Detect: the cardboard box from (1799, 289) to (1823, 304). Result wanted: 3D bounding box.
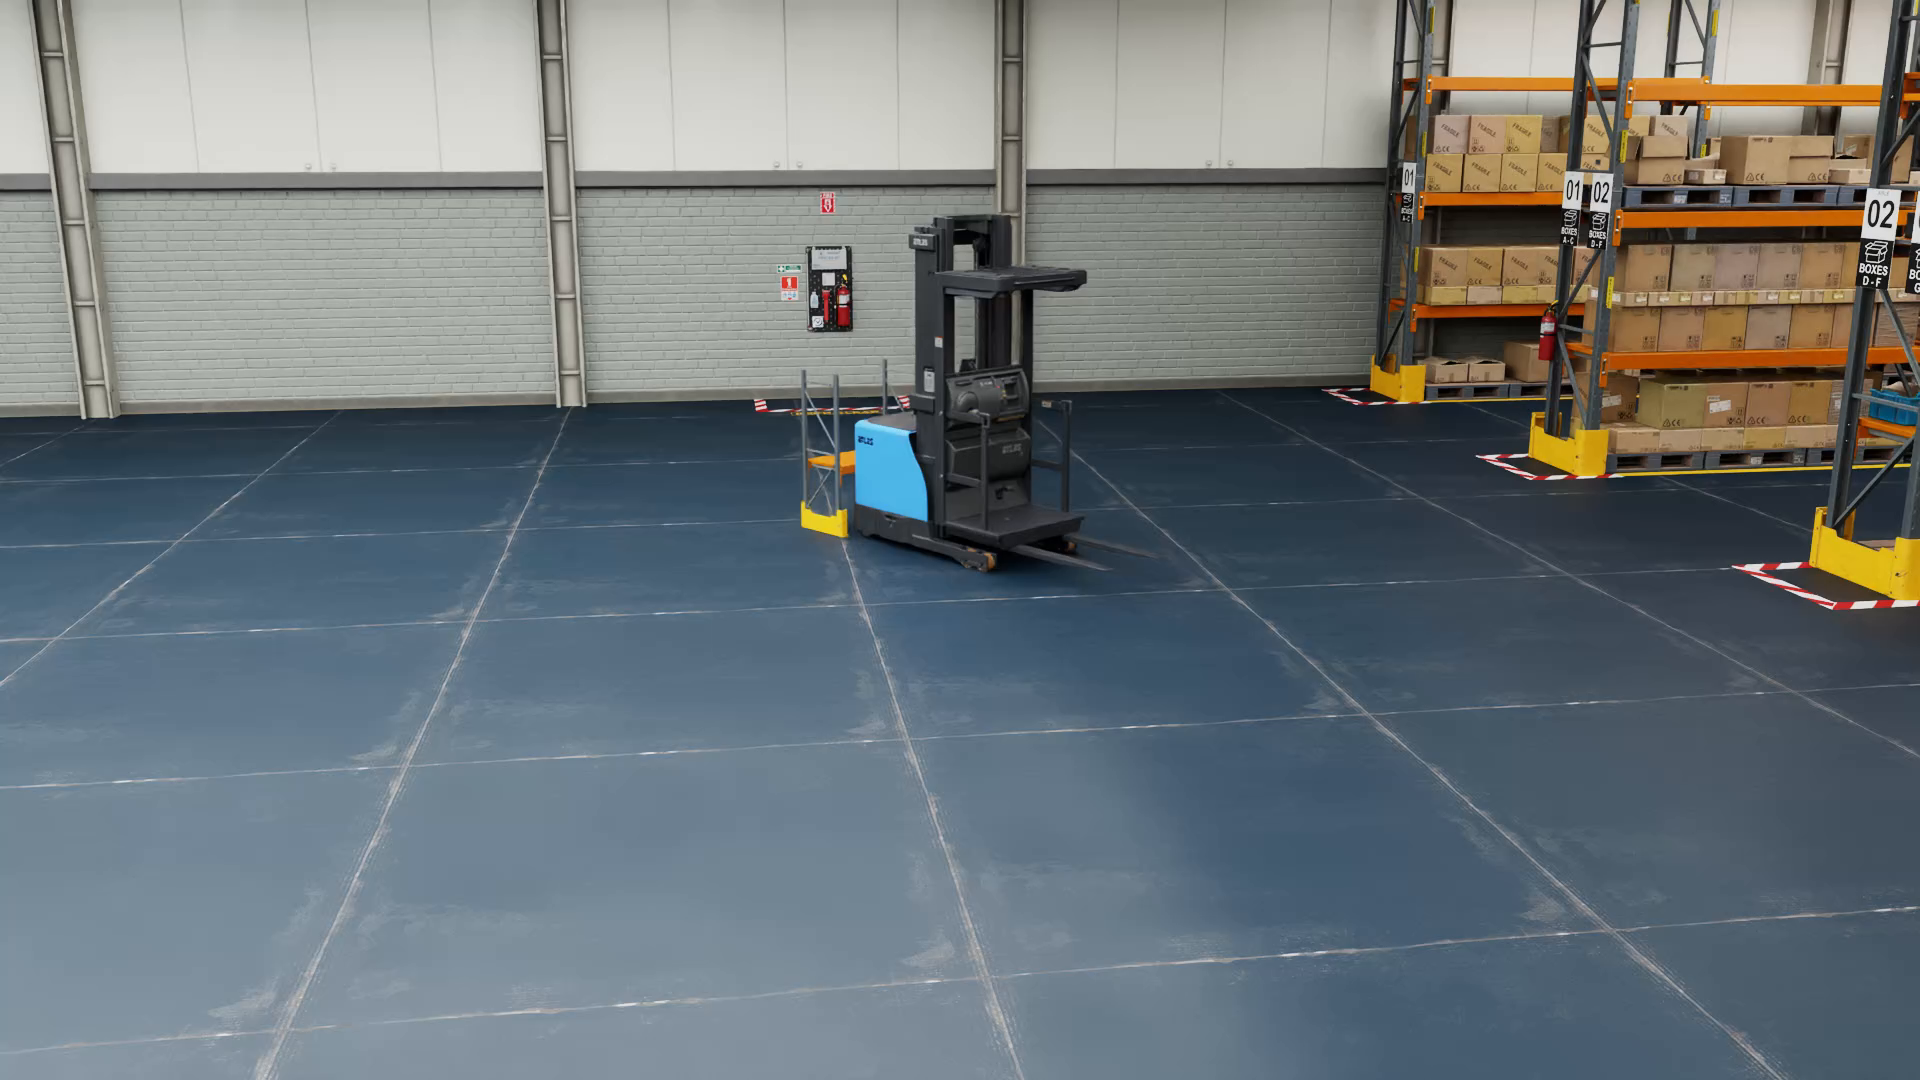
[{"bbox_3d":[9.255,-2.693,18.282,0.250,0.149,0.380,-2,14,-7],"label":"cardboard box"}]

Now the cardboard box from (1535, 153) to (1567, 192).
[{"bbox_3d":[7.994,-5.004,22.622,0.500,0.500,0.500,-1,14,-5],"label":"cardboard box"}]

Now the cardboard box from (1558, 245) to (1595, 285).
[{"bbox_3d":[8.592,-3.802,22.970,0.500,0.500,0.500,-3,14,-10],"label":"cardboard box"}]

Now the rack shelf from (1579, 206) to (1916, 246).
[{"bbox_3d":[8.770,-3.470,18.234,4.000,0.370,1.077,-2,14,-8],"label":"rack shelf"}]

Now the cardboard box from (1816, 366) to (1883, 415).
[{"bbox_3d":[10.242,-1.729,19.225,0.500,0.500,0.500,-2,14,-8],"label":"cardboard box"}]

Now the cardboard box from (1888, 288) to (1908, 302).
[{"bbox_3d":[10.266,-2.730,18.430,0.250,0.149,0.380,-2,14,-9],"label":"cardboard box"}]

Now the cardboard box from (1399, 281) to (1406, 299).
[{"bbox_3d":[6.484,-3.484,23.242,0.500,0.250,0.500,-2,14,-7],"label":"cardboard box"}]

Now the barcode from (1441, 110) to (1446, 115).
[{"bbox_3d":[6.678,-5.909,22.983,0.075,0.075,0.001,-2,14,-8],"label":"barcode"}]

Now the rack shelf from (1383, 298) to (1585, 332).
[{"bbox_3d":[8.028,-3.207,23.349,4.000,0.370,1.077,-2,14,-8],"label":"rack shelf"}]

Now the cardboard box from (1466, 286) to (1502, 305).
[{"bbox_3d":[7.092,-3.384,22.843,0.500,0.250,0.500,-3,14,-10],"label":"cardboard box"}]

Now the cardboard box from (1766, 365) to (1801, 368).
[{"bbox_3d":[11.745,-2.699,24.081,0.500,0.500,0.700,-2,14,-8],"label":"cardboard box"}]

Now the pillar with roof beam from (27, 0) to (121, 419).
[{"bbox_3d":[-10.544,-4.939,16.444,0.400,9.000,9.100,-2,14,-8],"label":"pillar with roof beam"}]

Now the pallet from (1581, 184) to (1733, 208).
[{"bbox_3d":[7.495,-3.723,17.945,1.213,0.211,1.003,-2,14,-8],"label":"pallet"}]

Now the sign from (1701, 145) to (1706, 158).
[{"bbox_3d":[10.094,-5.204,22.604,0.005,0.325,0.100,-2,14,-8],"label":"sign"}]

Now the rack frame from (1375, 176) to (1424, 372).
[{"bbox_3d":[6.050,-3.483,22.973,0.127,3.000,1.000,-2,14,-8],"label":"rack frame"}]

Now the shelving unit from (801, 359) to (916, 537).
[{"bbox_3d":[-0.918,-0.896,15.741,1.083,1.500,0.587,-14,20,-43],"label":"shelving unit"}]

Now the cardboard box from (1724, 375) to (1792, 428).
[{"bbox_3d":[8.839,-1.545,18.492,0.500,0.500,0.500,-2,14,-8],"label":"cardboard box"}]

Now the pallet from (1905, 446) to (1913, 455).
[{"bbox_3d":[11.470,-1.120,19.283,1.213,0.211,1.003,-2,14,-8],"label":"pallet"}]

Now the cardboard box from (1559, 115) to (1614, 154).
[{"bbox_3d":[8.496,-5.499,22.542,0.500,0.500,0.500,-3,14,-10],"label":"cardboard box"}]

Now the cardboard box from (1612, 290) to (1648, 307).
[{"bbox_3d":[7.212,-2.617,17.981,0.250,0.149,0.380,-2,14,-9],"label":"cardboard box"}]

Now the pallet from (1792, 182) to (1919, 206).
[{"bbox_3d":[9.908,-3.812,18.298,1.213,0.211,1.003,-2,14,-8],"label":"pallet"}]

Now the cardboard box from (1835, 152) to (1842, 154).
[{"bbox_3d":[12.666,-5.263,23.650,0.637,0.503,0.797,0,14,0],"label":"cardboard box"}]

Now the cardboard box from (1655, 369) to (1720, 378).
[{"bbox_3d":[8.265,-1.656,18.936,0.500,0.500,0.500,-2,14,-8],"label":"cardboard box"}]

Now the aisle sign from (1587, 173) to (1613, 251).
[{"bbox_3d":[6.773,-3.477,17.602,0.004,0.787,0.394,-2,14,-8],"label":"aisle sign"}]

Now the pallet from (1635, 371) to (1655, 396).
[{"bbox_3d":[9.347,-2.243,23.759,1.213,0.211,1.003,-2,14,-8],"label":"pallet"}]

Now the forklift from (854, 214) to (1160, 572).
[{"bbox_3d":[0.391,-1.287,14.358,1.130,2.935,3.031,-13,19,-41],"label":"forklift"}]

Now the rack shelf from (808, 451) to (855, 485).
[{"bbox_3d":[-0.925,-0.720,15.778,1.000,0.185,0.538,-14,20,-43],"label":"rack shelf"}]

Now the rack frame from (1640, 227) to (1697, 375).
[{"bbox_3d":[10.006,-3.628,23.551,0.127,3.000,1.000,-2,14,-8],"label":"rack frame"}]

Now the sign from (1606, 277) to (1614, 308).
[{"bbox_3d":[6.869,-2.616,17.574,0.005,0.325,0.100,-2,14,-8],"label":"sign"}]

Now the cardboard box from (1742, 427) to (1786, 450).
[{"bbox_3d":[8.839,-1.182,18.585,0.500,0.250,0.500,-2,14,-8],"label":"cardboard box"}]

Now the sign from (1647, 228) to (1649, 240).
[{"bbox_3d":[9.920,-4.323,23.942,0.005,0.325,0.100,-2,14,-8],"label":"sign"}]

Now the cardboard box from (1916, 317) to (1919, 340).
[{"bbox_3d":[11.228,-2.392,18.931,0.500,0.250,0.500,-1,14,-5],"label":"cardboard box"}]

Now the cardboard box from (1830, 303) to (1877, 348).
[{"bbox_3d":[9.789,-2.447,18.635,0.500,0.500,0.700,-2,14,-9],"label":"cardboard box"}]

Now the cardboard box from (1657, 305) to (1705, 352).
[{"bbox_3d":[7.774,-2.374,18.346,0.500,0.500,0.700,-2,14,-7],"label":"cardboard box"}]

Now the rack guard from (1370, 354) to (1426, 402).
[{"bbox_3d":[6.126,-2.274,23.288,0.348,0.500,1.175,-2,14,-8],"label":"rack guard"}]

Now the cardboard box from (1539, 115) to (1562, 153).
[{"bbox_3d":[7.965,-5.611,22.990,0.500,0.500,0.500,-2,14,-8],"label":"cardboard box"}]

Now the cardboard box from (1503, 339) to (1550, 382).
[{"bbox_3d":[8.045,-2.523,23.377,0.500,0.500,0.700,-3,14,-12],"label":"cardboard box"}]

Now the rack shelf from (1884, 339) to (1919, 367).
[{"bbox_3d":[12.725,-2.160,19.177,4.000,0.370,1.077,-2,14,-8],"label":"rack shelf"}]

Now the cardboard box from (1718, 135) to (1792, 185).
[{"bbox_3d":[8.475,-4.061,17.755,0.500,0.500,0.500,-2,14,-8],"label":"cardboard box"}]

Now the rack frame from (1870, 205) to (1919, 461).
[{"bbox_3d":[10.748,-2.437,18.800,0.127,3.000,1.000,-2,14,-8],"label":"rack frame"}]

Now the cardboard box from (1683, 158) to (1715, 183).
[{"bbox_3d":[7.892,-4.051,18.227,0.500,0.250,0.500,-2,14,-8],"label":"cardboard box"}]

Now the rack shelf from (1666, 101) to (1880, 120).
[{"bbox_3d":[11.984,-6.068,23.246,4.000,0.370,1.077,-2,14,-8],"label":"rack shelf"}]

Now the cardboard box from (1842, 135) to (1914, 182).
[{"bbox_3d":[10.210,-4.257,18.535,0.500,0.500,0.500,-1,14,-4],"label":"cardboard box"}]

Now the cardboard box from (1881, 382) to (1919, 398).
[{"bbox_3d":[11.105,-1.662,19.349,0.500,0.311,0.500,-2,14,-8],"label":"cardboard box"}]

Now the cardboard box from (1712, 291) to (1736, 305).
[{"bbox_3d":[8.233,-2.655,18.132,0.250,0.149,0.380,-3,14,-10],"label":"cardboard box"}]

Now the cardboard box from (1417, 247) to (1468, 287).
[{"bbox_3d":[6.567,-3.729,22.678,0.500,0.500,0.500,-2,14,-8],"label":"cardboard box"}]

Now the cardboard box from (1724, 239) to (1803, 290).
[{"bbox_3d":[8.821,-3.042,18.342,0.500,0.500,0.700,-2,14,-8],"label":"cardboard box"}]

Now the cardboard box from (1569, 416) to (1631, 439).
[{"bbox_3d":[7.278,-1.252,18.866,0.500,0.250,0.500,-2,14,-8],"label":"cardboard box"}]

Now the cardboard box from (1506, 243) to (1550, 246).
[{"bbox_3d":[7.993,-3.906,23.384,0.500,0.500,0.500,-2,14,-8],"label":"cardboard box"}]

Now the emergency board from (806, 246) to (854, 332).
[{"bbox_3d":[-1.769,-3.419,22.716,0.643,1.169,0.194,-2,14,-8],"label":"emergency board"}]
